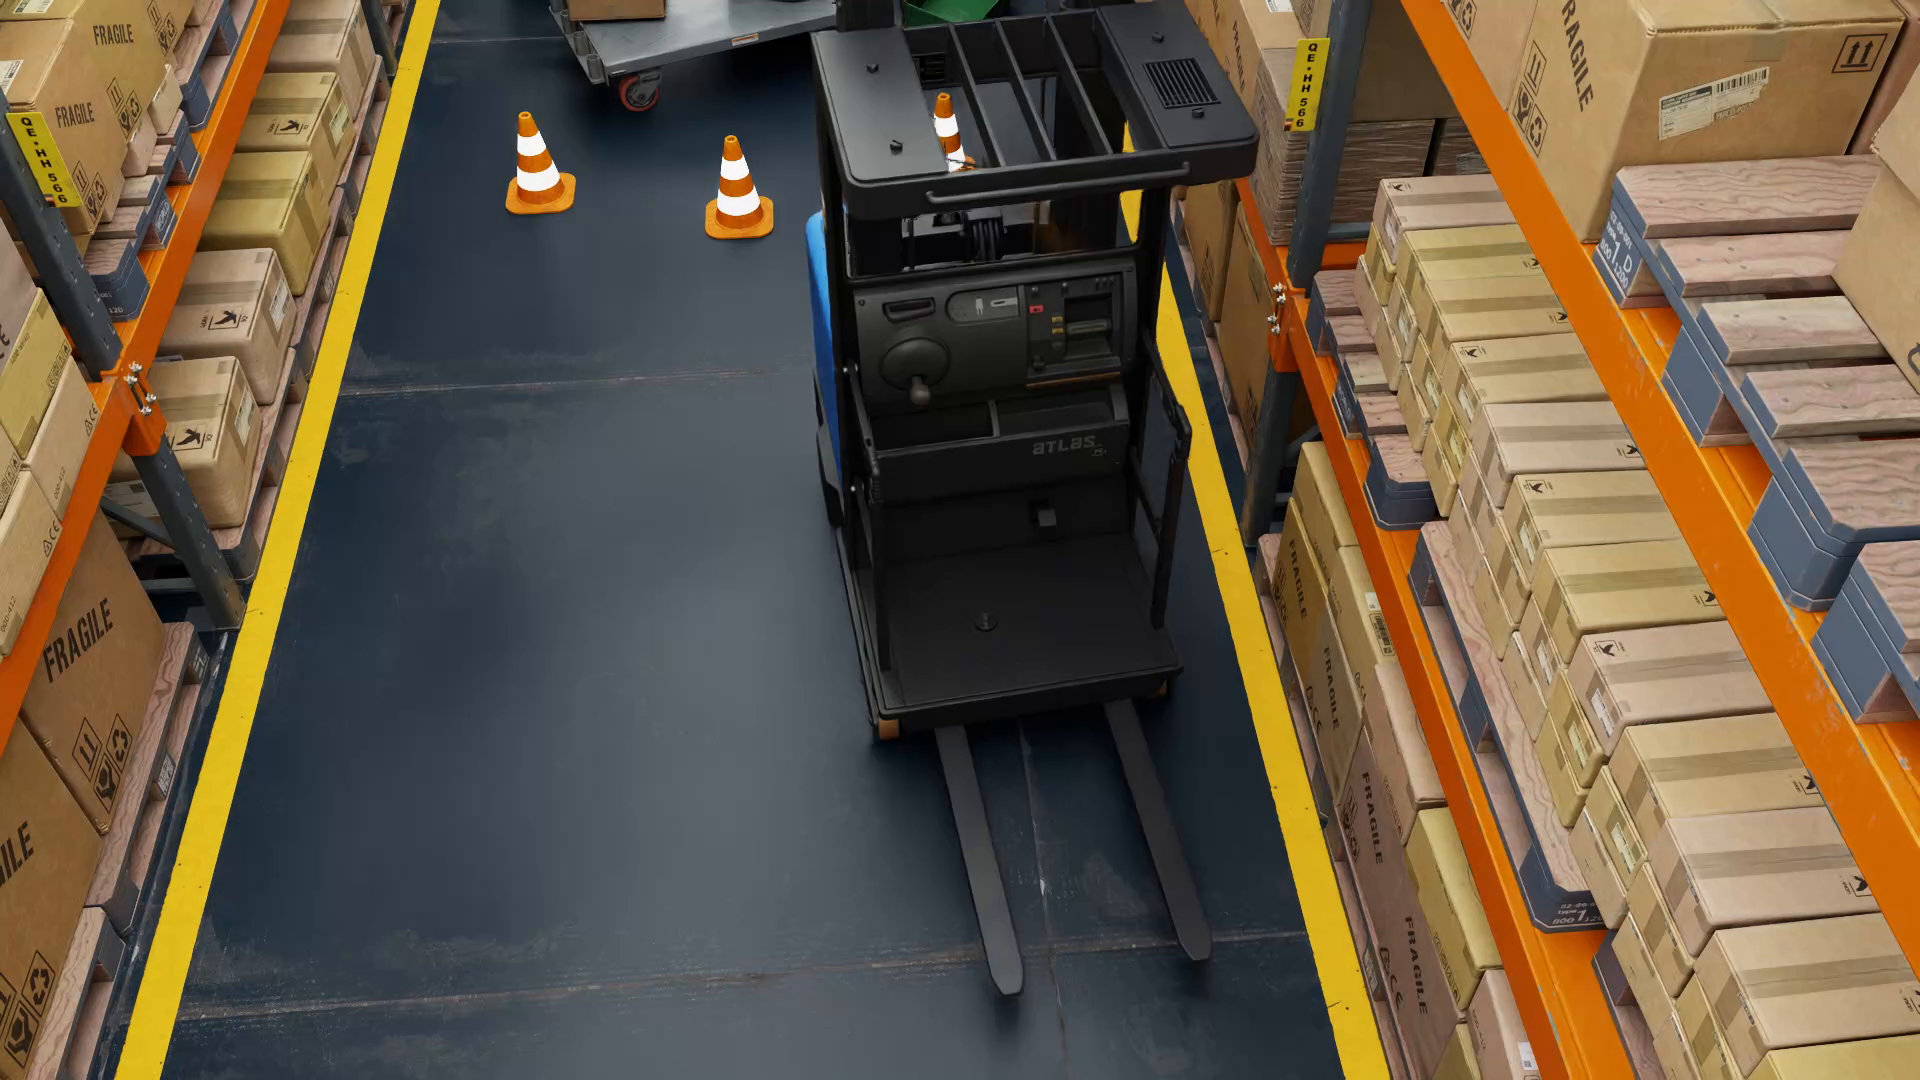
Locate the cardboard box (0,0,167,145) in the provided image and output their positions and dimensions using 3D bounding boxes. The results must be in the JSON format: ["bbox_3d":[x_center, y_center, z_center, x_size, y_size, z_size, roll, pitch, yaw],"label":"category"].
[{"bbox_3d":[-3.137,-1.693,5.725,0.500,0.500,0.500,-1,47,-1],"label":"cardboard box"}]

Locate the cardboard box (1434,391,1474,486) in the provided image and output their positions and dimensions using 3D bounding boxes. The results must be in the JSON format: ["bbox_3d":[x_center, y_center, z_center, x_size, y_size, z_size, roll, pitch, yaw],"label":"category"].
[{"bbox_3d":[1.557,-0.297,4.644,0.380,0.149,0.250,-3,47,-3],"label":"cardboard box"}]

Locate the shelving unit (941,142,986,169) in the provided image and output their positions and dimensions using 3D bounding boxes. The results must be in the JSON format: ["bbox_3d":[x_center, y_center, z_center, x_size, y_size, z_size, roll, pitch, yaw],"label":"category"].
[{"bbox_3d":[-0.038,-1.162,7.123,0.215,1.050,0.252,17,47,15],"label":"shelving unit"}]

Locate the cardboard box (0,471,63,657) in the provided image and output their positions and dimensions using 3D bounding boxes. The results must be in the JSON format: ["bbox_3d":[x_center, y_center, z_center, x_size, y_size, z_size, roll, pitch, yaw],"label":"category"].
[{"bbox_3d":[-2.920,0.075,4.717,0.500,0.250,0.500,-3,47,-3],"label":"cardboard box"}]

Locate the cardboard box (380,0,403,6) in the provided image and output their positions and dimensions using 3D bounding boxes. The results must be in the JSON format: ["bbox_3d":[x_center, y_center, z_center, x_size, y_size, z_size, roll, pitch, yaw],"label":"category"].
[{"bbox_3d":[-3.395,-3.232,9.350,0.500,0.250,0.500,-5,47,-5],"label":"cardboard box"}]

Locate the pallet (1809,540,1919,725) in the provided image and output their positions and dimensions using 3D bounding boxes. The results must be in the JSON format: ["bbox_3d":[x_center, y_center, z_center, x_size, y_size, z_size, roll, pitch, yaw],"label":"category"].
[{"bbox_3d":[2.034,0.404,2.365,1.213,0.211,1.003,-3,47,-3],"label":"pallet"}]

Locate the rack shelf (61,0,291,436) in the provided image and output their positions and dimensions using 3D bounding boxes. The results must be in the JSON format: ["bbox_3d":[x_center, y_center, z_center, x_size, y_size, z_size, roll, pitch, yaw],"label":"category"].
[{"bbox_3d":[-3.447,-1.895,6.975,1.077,0.370,4.000,-3,47,-3],"label":"rack shelf"}]

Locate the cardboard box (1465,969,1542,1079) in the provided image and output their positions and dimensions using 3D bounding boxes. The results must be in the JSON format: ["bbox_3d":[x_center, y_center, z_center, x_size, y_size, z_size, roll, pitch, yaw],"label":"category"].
[{"bbox_3d":[1.636,1.385,4.288,0.500,0.250,0.500,-1,47,-1],"label":"cardboard box"}]

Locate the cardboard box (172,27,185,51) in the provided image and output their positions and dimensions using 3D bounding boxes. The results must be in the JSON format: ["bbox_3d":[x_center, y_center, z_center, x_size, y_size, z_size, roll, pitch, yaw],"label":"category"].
[{"bbox_3d":[-3.251,-1.979,6.443,0.380,0.149,0.250,-2,47,-2],"label":"cardboard box"}]

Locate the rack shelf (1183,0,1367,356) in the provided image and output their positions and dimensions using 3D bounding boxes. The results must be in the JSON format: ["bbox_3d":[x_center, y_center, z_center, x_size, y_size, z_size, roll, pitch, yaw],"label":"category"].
[{"bbox_3d":[1.477,-2.269,7.329,1.077,0.370,4.000,-3,47,-3],"label":"rack shelf"}]

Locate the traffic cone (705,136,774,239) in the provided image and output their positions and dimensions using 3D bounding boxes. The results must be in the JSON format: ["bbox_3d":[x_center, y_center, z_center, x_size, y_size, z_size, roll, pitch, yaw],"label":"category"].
[{"bbox_3d":[-1.095,-1.756,8.095,0.336,0.463,0.334,-3,47,-3],"label":"traffic cone"}]

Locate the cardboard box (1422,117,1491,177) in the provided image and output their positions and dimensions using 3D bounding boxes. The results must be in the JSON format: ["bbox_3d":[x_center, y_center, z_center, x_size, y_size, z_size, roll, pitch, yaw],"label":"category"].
[{"bbox_3d":[1.876,-1.445,5.984,0.500,0.500,0.500,-3,47,-3],"label":"cardboard box"}]

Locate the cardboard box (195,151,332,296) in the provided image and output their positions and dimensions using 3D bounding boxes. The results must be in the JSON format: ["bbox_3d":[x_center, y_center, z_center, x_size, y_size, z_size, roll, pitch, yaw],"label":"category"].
[{"bbox_3d":[-3.444,-1.428,7.557,0.950,0.372,0.625,-2,47,-2],"label":"cardboard box"}]

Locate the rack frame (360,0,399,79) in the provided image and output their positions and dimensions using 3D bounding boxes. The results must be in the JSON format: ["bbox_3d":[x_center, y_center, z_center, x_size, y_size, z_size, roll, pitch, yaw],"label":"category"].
[{"bbox_3d":[-3.614,-3.590,8.084,1.000,3.000,0.127,-3,47,-3],"label":"rack frame"}]

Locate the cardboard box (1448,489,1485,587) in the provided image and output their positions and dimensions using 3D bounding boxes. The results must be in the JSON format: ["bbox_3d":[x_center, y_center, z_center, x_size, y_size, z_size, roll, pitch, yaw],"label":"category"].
[{"bbox_3d":[1.575,-0.015,4.582,0.380,0.149,0.250,-2,47,-2],"label":"cardboard box"}]

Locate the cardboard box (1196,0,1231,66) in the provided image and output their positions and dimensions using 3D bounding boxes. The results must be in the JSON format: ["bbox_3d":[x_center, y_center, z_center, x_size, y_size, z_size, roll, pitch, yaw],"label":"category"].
[{"bbox_3d":[1.257,-2.136,6.638,0.500,0.500,0.500,-4,47,-4],"label":"cardboard box"}]

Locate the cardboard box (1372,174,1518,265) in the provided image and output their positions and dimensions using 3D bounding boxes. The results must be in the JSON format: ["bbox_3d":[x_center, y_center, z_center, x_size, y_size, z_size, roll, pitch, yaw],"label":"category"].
[{"bbox_3d":[1.491,-0.983,5.089,0.380,0.149,0.250,-3,47,-3],"label":"cardboard box"}]

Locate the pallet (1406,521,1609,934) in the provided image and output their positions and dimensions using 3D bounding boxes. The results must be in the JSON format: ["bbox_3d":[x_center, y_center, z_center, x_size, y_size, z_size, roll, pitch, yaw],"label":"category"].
[{"bbox_3d":[1.851,0.426,4.413,1.003,0.211,1.213,-3,47,-3],"label":"pallet"}]

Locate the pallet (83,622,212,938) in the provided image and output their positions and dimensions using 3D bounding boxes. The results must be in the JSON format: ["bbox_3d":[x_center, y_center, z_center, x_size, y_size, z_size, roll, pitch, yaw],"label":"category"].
[{"bbox_3d":[-3.288,0.838,5.811,1.003,0.211,1.213,-3,47,-3],"label":"pallet"}]

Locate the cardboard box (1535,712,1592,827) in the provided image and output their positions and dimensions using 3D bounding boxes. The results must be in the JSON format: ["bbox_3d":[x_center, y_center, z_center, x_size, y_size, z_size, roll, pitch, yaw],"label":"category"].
[{"bbox_3d":[1.637,0.549,4.048,0.380,0.149,0.250,-2,47,-2],"label":"cardboard box"}]

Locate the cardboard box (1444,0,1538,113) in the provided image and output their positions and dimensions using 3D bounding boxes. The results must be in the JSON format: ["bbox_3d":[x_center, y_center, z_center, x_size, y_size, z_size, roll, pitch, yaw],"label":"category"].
[{"bbox_3d":[1.476,-1.345,3.823,0.500,0.500,0.500,-3,47,-3],"label":"cardboard box"}]

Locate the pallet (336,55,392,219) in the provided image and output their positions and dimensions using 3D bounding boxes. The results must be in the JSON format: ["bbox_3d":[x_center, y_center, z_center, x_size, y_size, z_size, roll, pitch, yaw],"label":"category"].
[{"bbox_3d":[-3.548,-2.068,8.563,1.003,0.211,1.213,-3,47,-3],"label":"pallet"}]

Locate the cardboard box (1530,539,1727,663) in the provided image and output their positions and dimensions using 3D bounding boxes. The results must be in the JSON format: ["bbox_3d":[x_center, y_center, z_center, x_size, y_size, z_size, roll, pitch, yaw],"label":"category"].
[{"bbox_3d":[1.619,0.145,4.020,0.380,0.149,0.250,-4,47,-4],"label":"cardboard box"}]

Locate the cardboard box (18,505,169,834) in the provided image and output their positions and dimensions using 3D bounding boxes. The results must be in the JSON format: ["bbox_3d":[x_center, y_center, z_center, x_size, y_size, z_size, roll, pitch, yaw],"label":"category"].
[{"bbox_3d":[-3.304,0.395,5.484,0.875,0.875,0.875,-4,47,-4],"label":"cardboard box"}]

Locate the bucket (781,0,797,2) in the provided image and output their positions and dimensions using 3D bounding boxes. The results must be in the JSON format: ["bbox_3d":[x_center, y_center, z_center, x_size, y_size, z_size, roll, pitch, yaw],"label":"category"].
[{"bbox_3d":[-0.999,-3.319,9.035,0.726,0.611,0.620,11,58,10],"label":"bucket"}]

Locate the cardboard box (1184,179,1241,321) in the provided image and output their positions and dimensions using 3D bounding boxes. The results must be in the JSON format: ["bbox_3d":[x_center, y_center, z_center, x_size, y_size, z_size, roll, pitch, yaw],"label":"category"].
[{"bbox_3d":[1.607,-1.519,7.383,1.050,0.750,0.750,-3,47,-3],"label":"cardboard box"}]

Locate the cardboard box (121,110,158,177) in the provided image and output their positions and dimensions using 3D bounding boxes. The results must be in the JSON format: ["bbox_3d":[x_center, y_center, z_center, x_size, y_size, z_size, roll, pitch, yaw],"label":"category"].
[{"bbox_3d":[-3.088,-1.408,5.901,0.380,0.149,0.250,-6,47,-6],"label":"cardboard box"}]

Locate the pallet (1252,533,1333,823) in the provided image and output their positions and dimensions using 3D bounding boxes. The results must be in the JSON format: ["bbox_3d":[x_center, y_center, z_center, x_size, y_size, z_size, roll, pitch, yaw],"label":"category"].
[{"bbox_3d":[1.709,0.455,6.174,1.003,0.211,1.213,-3,47,-3],"label":"pallet"}]

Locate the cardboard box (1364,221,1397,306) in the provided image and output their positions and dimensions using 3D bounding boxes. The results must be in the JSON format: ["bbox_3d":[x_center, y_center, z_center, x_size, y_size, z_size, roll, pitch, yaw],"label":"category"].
[{"bbox_3d":[1.485,-0.868,5.185,0.380,0.149,0.250,-2,47,-2],"label":"cardboard box"}]

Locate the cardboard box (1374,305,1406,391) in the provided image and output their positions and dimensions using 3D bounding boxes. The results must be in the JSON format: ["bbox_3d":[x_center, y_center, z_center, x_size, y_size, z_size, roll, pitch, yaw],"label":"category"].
[{"bbox_3d":[1.503,-0.598,5.134,0.380,0.149,0.250,-1,47,-1],"label":"cardboard box"}]

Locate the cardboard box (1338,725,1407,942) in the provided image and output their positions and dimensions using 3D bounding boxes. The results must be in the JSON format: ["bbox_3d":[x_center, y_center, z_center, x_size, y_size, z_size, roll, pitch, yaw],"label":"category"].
[{"bbox_3d":[1.543,0.907,5.257,0.500,0.500,0.500,-5,47,-4],"label":"cardboard box"}]

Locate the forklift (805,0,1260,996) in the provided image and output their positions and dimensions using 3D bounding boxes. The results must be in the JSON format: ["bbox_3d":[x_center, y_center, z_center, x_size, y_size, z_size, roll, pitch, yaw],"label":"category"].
[{"bbox_3d":[0.168,-0.578,5.279,1.130,2.935,3.031,-8,47,-8],"label":"forklift"}]

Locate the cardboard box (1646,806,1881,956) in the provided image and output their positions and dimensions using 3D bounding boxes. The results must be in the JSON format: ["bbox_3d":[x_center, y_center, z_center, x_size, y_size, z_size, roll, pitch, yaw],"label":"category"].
[{"bbox_3d":[1.686,0.712,3.484,0.380,0.149,0.250,-4,47,-3],"label":"cardboard box"}]

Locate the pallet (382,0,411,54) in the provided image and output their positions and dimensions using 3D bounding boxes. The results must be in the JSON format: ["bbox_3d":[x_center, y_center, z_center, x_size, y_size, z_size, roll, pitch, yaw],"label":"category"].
[{"bbox_3d":[-3.706,-3.115,9.554,1.003,0.211,1.213,-3,47,-3],"label":"pallet"}]

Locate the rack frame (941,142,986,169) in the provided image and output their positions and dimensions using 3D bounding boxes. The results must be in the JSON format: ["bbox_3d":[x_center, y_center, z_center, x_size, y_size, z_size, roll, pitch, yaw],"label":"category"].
[{"bbox_3d":[0.009,-1.242,7.203,0.200,1.050,0.008,17,47,15],"label":"rack frame"}]

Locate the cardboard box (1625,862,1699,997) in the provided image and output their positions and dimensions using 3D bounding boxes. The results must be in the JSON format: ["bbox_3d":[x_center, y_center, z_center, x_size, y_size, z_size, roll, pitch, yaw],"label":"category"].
[{"bbox_3d":[1.681,0.820,3.586,0.380,0.149,0.250,-5,47,-5],"label":"cardboard box"}]

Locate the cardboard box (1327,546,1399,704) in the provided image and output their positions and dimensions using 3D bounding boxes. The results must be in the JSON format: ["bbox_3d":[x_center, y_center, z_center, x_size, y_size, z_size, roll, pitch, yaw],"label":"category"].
[{"bbox_3d":[1.504,0.268,5.346,0.500,0.250,0.500,-4,47,-4],"label":"cardboard box"}]

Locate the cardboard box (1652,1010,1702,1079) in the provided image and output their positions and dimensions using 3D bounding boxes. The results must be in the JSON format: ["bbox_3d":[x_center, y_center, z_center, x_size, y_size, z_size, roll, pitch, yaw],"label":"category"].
[{"bbox_3d":[1.708,1.123,3.505,0.380,0.149,0.250,-4,47,-3],"label":"cardboard box"}]

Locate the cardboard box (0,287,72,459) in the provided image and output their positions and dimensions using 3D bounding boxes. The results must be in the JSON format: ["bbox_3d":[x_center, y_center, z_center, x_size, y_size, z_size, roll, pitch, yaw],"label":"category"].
[{"bbox_3d":[-2.986,-0.481,4.899,0.500,0.250,0.500,-4,47,-3],"label":"cardboard box"}]

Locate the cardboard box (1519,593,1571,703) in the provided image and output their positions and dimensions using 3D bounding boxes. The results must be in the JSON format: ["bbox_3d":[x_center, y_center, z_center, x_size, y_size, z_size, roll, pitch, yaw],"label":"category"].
[{"bbox_3d":[1.621,0.259,4.118,0.380,0.149,0.250,-2,47,-2],"label":"cardboard box"}]

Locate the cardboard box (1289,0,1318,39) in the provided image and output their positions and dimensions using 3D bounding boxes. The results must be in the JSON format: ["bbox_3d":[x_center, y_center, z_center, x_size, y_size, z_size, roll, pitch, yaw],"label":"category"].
[{"bbox_3d":[1.573,-2.139,5.953,0.700,0.500,0.500,-4,47,-4],"label":"cardboard box"}]

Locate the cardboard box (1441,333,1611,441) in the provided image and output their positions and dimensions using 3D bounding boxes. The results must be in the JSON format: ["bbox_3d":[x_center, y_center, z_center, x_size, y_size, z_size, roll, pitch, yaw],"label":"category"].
[{"bbox_3d":[1.553,-0.423,4.558,0.380,0.149,0.250,-5,47,-5],"label":"cardboard box"}]
